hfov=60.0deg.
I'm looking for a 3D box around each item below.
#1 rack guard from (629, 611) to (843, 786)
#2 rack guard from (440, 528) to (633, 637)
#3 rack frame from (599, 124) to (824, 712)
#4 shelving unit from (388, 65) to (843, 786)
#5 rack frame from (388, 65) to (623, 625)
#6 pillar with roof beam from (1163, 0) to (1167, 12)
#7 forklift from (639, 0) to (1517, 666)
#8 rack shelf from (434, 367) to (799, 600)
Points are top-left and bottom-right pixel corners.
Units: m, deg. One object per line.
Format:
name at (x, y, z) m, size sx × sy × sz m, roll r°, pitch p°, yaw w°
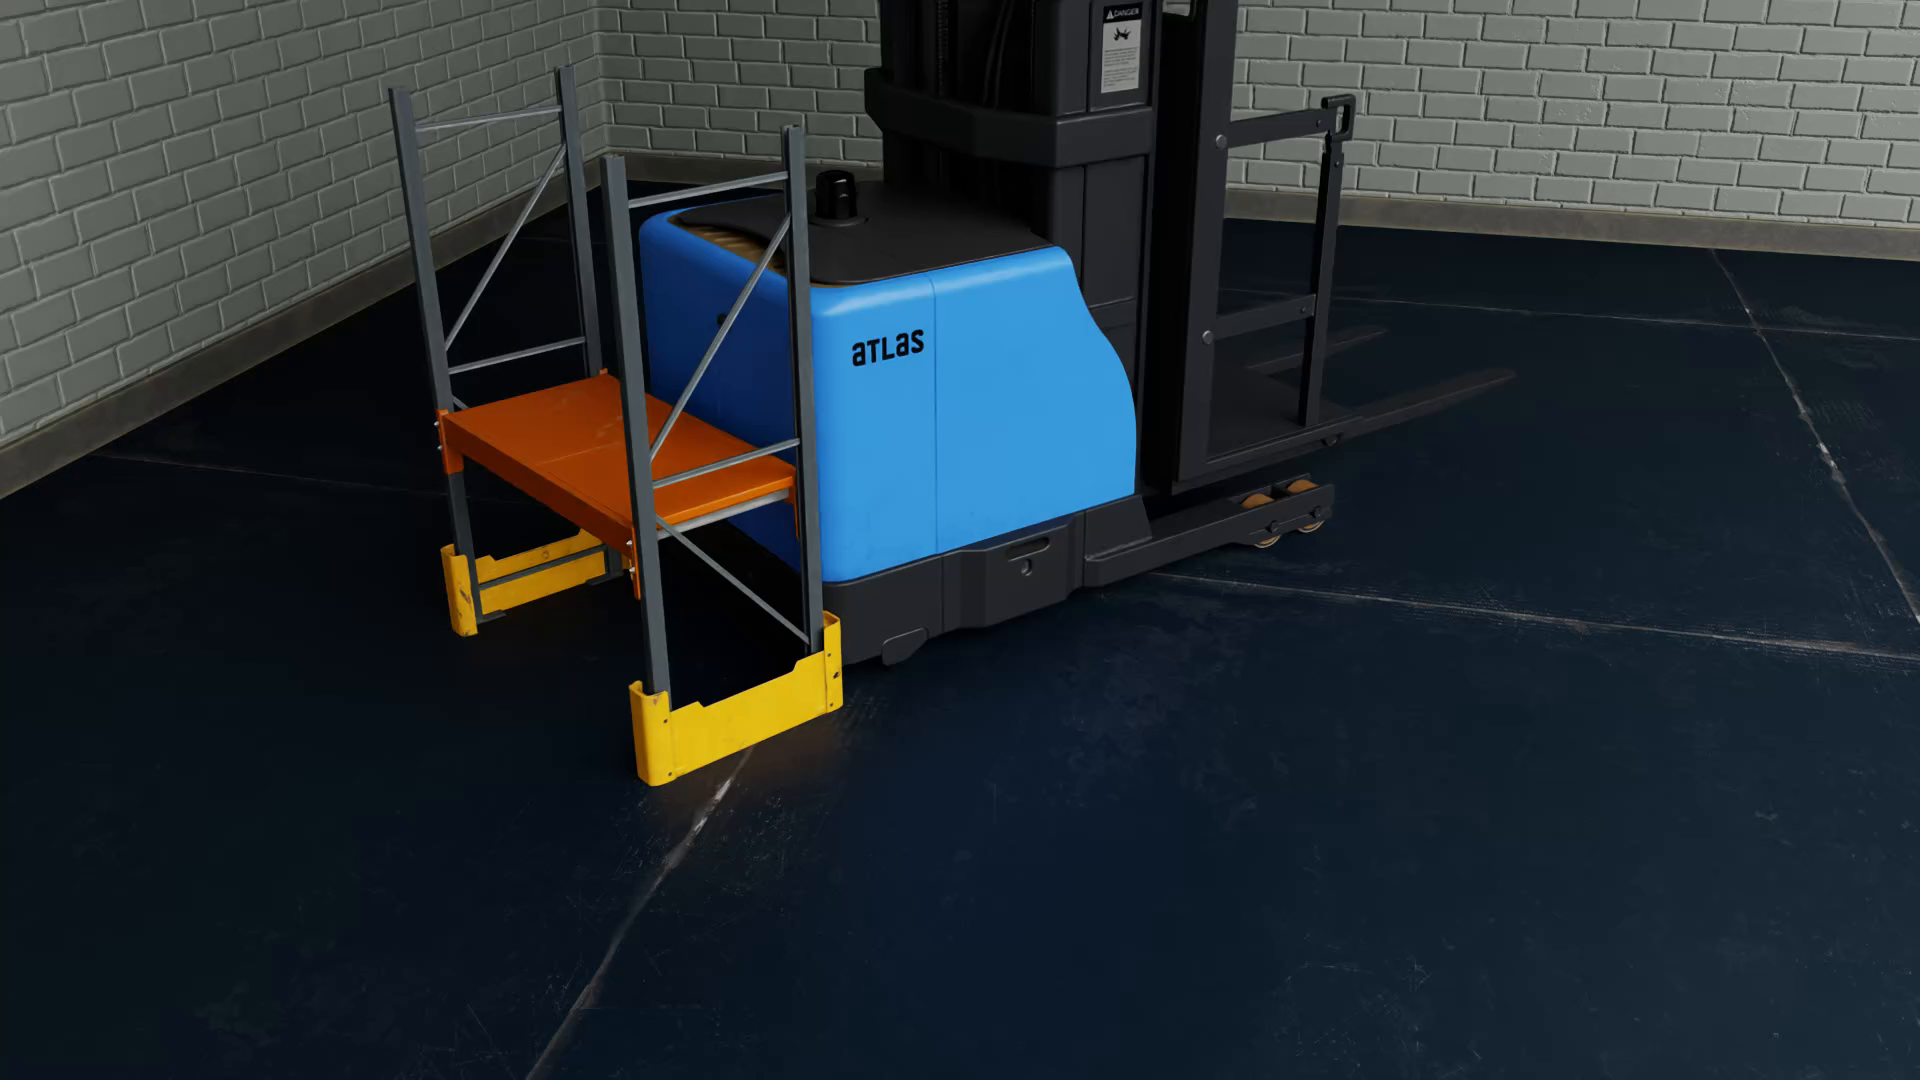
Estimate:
rack guard at (-0.545, 0.388, 4.145) m, size 0.587 × 0.250 × 0.087 m, roll -21°, pitch 32°, yaw -37°
rack guard at (-1.203, 0.066, 4.821) m, size 0.587 × 0.250 × 0.087 m, roll -21°, pitch 32°, yaw -37°
rack frame at (-0.545, -0.176, 3.875) m, size 0.500 × 1.500 × 0.032 m, roll -21°, pitch 32°, yaw -37°
shelving unit at (-0.874, -0.337, 4.214) m, size 0.587 × 1.500 × 1.083 m, roll -21°, pitch 32°, yaw -37°
rack frame at (-1.215, -0.505, 4.565) m, size 0.500 × 1.500 × 0.032 m, roll -21°, pitch 32°, yaw -37°
pillar with roof beam at (-0.244, -4.000, 3.182) m, size 0.400 × 9.000 × 9.100 m, roll 6°, pitch 26°, yaw 13°
forklift at (0.580, -1.466, 4.920) m, size 3.031 × 2.935 × 1.130 m, roll -17°, pitch 30°, yaw -31°
rack shelf at (-0.880, -0.178, 4.297) m, size 0.538 × 0.185 × 1.000 m, roll -21°, pitch 32°, yaw -37°
